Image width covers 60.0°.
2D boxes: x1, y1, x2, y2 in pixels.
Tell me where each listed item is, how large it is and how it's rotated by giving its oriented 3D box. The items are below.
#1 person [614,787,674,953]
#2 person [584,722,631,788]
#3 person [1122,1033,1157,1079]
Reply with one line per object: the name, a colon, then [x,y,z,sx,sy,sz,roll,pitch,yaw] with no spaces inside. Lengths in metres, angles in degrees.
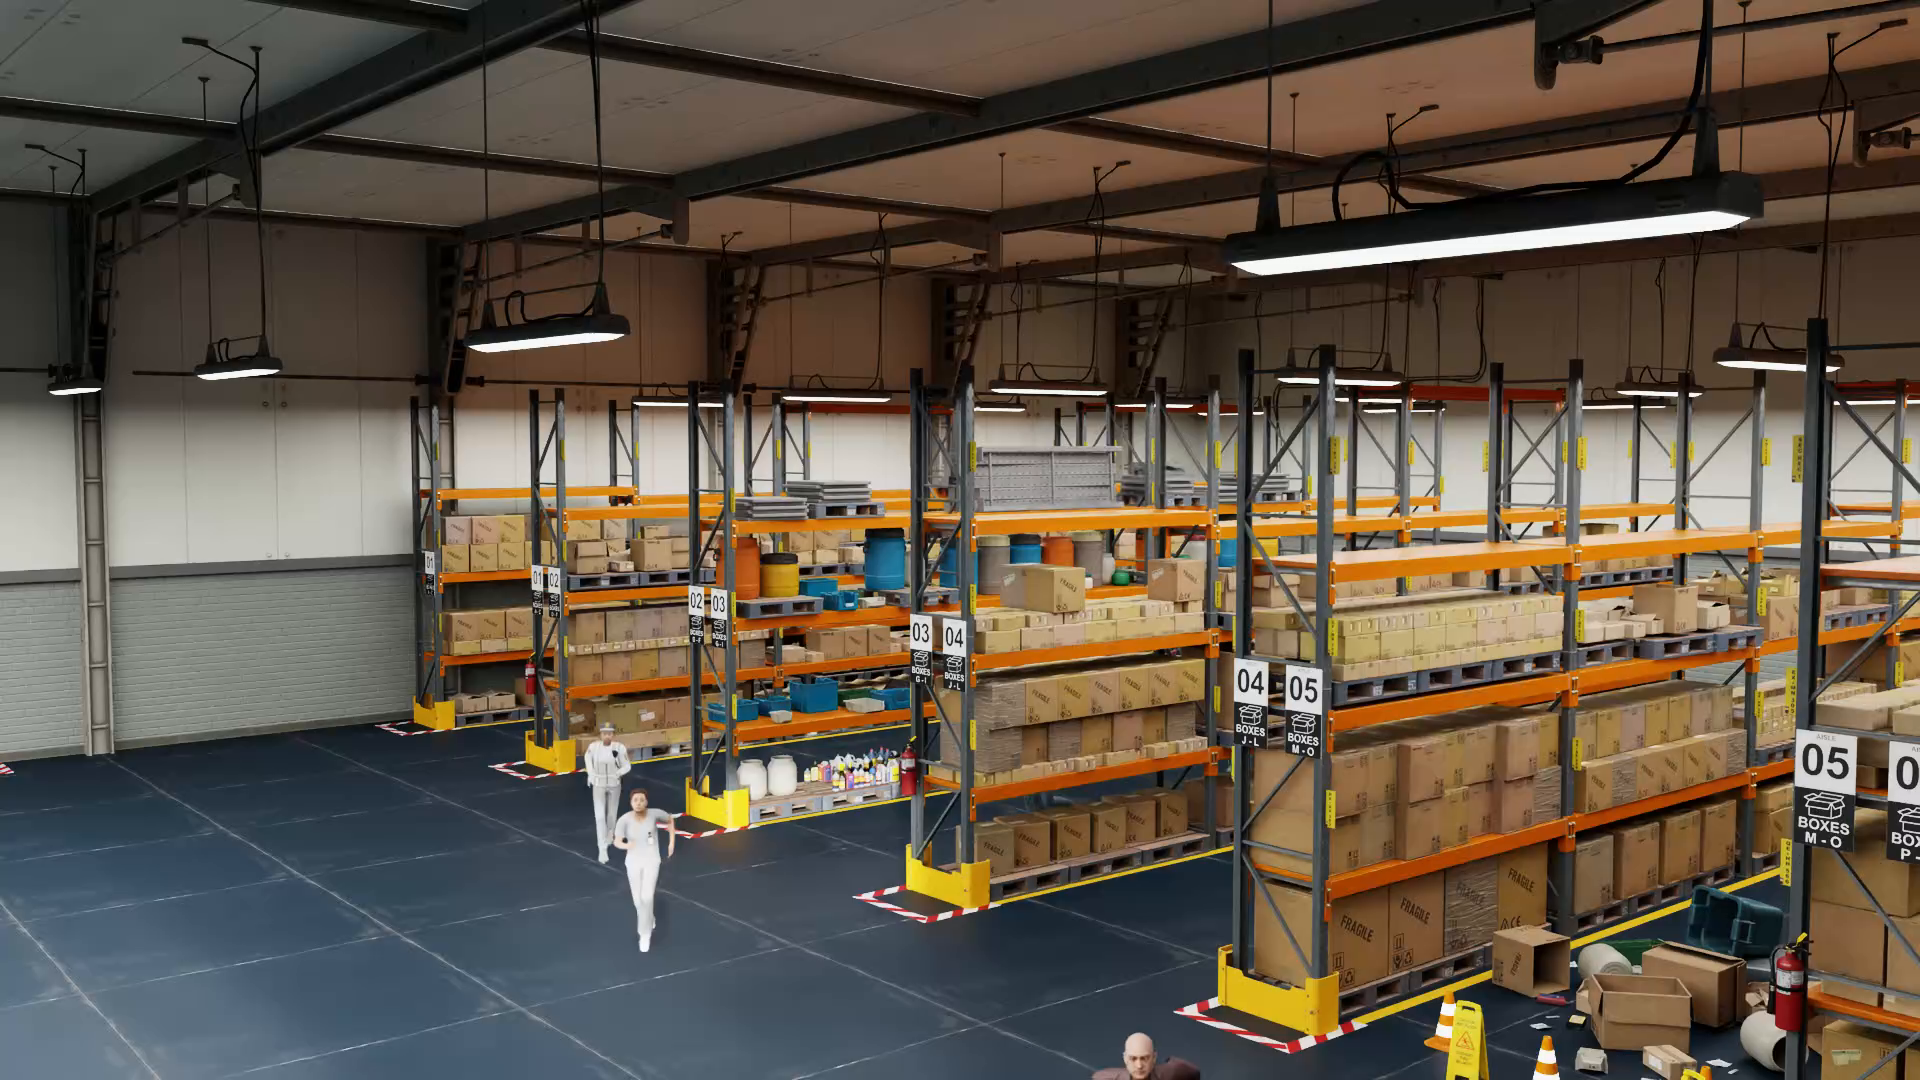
person: [-3.221,3.328,16.967,0.589,1.665,0.806,0,3,-5]
person: [-4.377,2.674,20.681,0.557,0.847,0.627,-1,3,-14]
person: [1.059,3.713,9.823,0.658,1.763,1.002,1,3,11]
